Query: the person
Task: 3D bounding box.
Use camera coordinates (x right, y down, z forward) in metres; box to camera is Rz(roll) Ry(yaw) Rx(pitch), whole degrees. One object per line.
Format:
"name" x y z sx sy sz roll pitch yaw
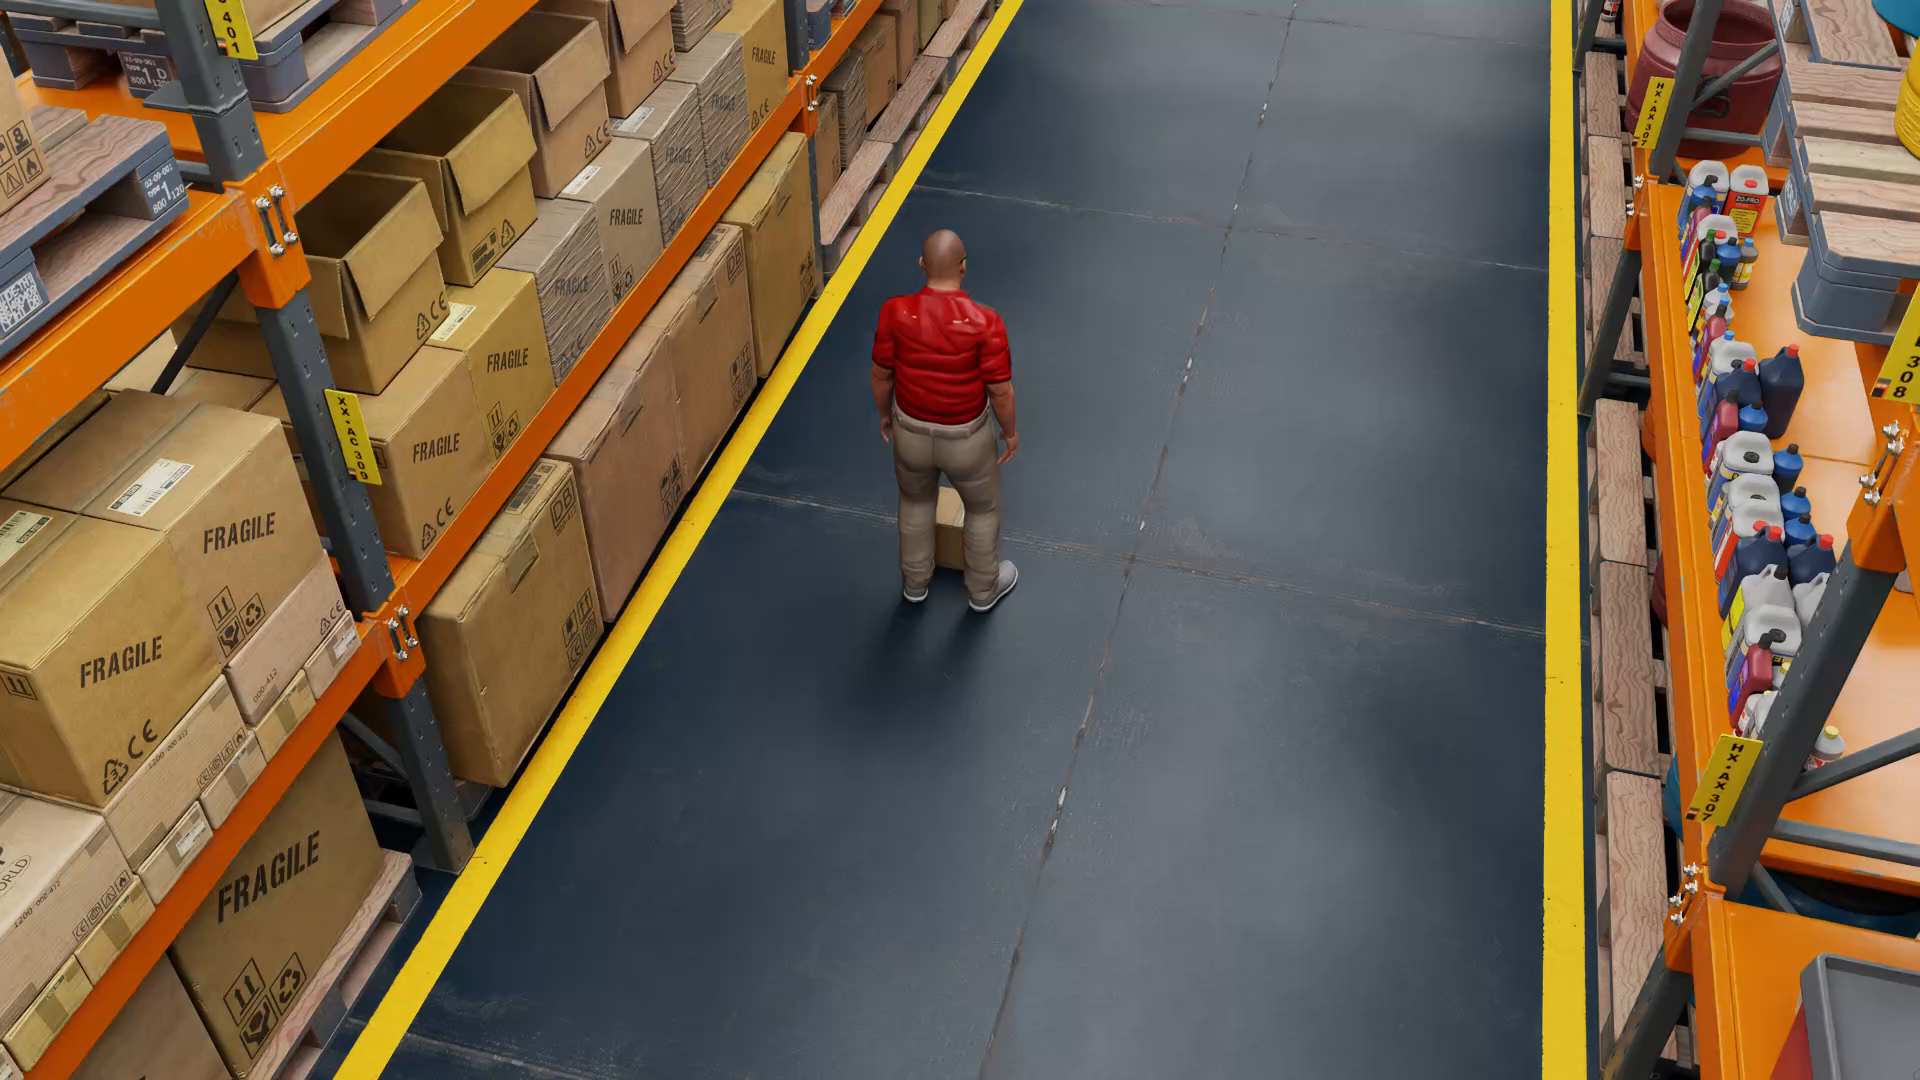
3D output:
"person" -0.057 -0.446 6.685 0.586 1.727 0.393 10 42 12
